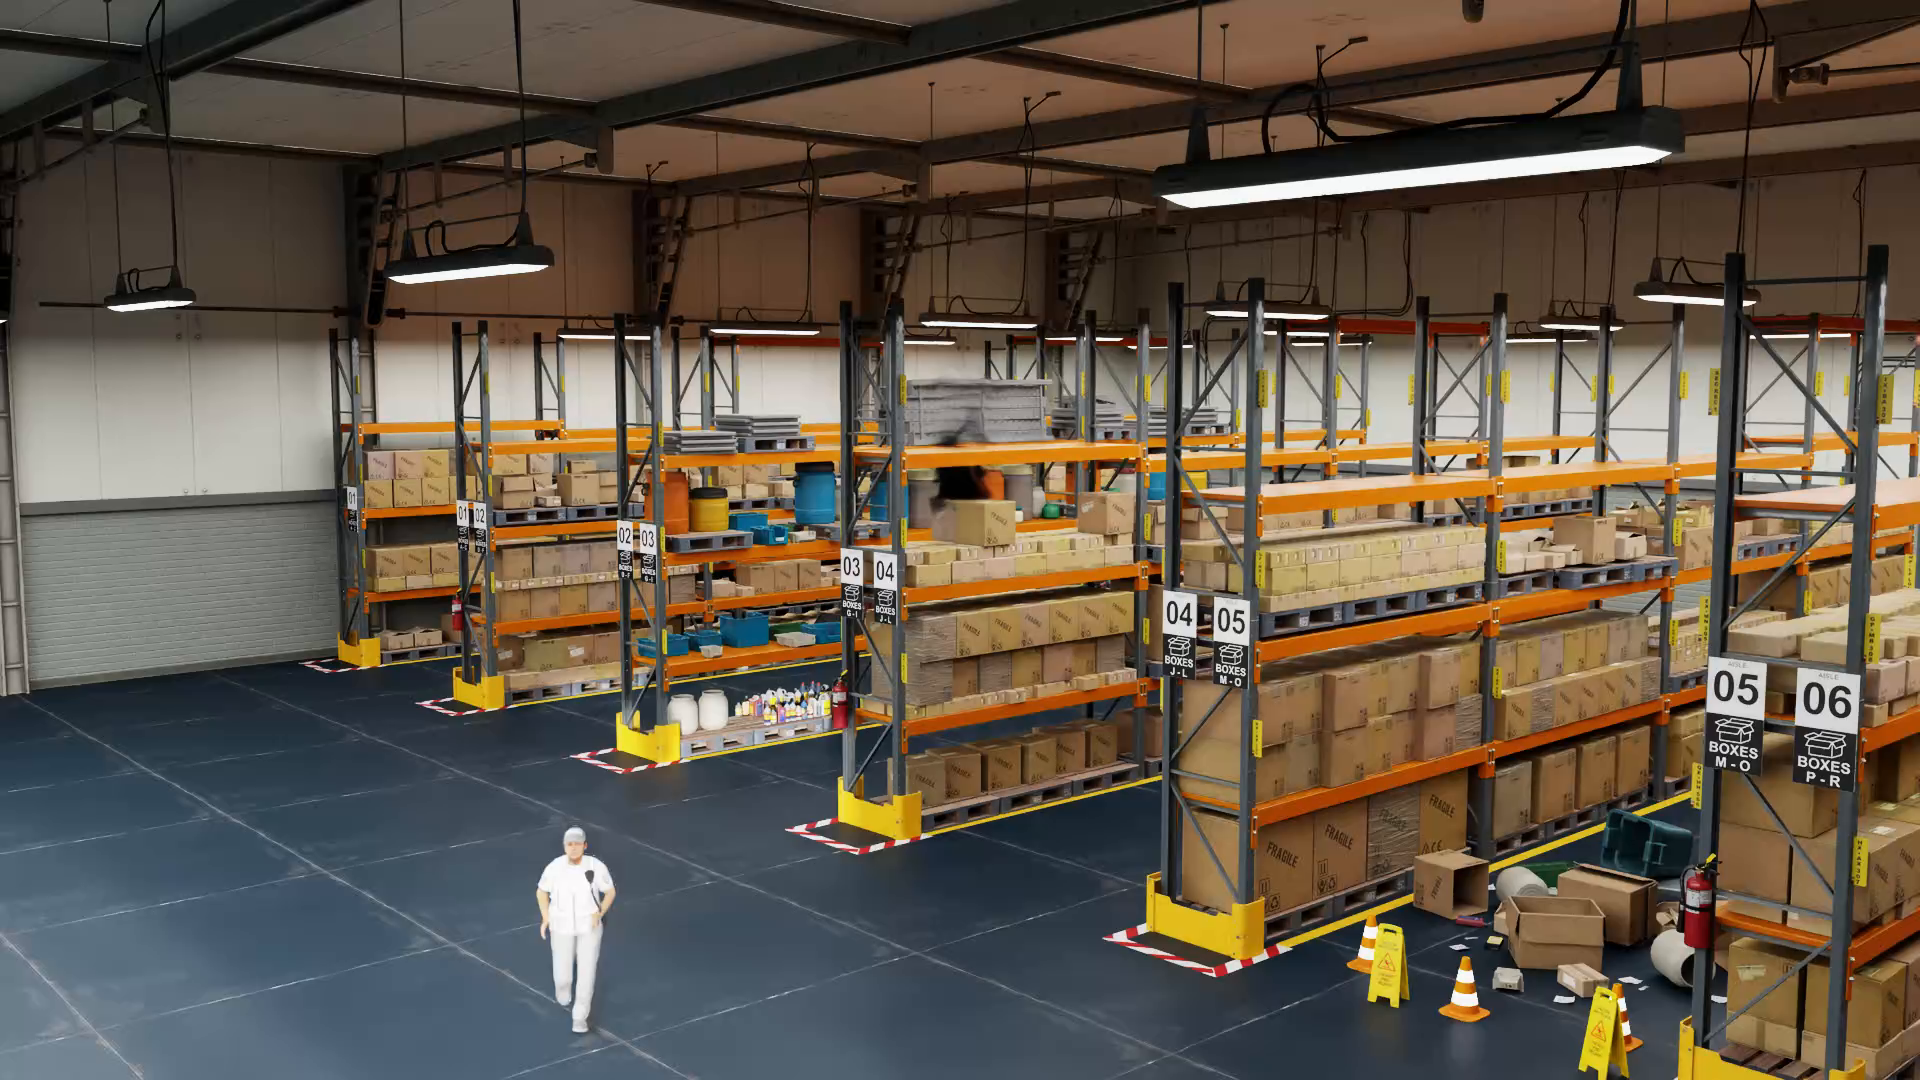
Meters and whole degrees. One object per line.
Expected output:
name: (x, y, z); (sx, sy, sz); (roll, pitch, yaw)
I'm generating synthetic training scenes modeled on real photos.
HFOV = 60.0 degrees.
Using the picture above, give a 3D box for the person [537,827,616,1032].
person: (-3.033, 3.071, 13.164); (0.621, 1.612, 0.542); (-1, 6, -11)
